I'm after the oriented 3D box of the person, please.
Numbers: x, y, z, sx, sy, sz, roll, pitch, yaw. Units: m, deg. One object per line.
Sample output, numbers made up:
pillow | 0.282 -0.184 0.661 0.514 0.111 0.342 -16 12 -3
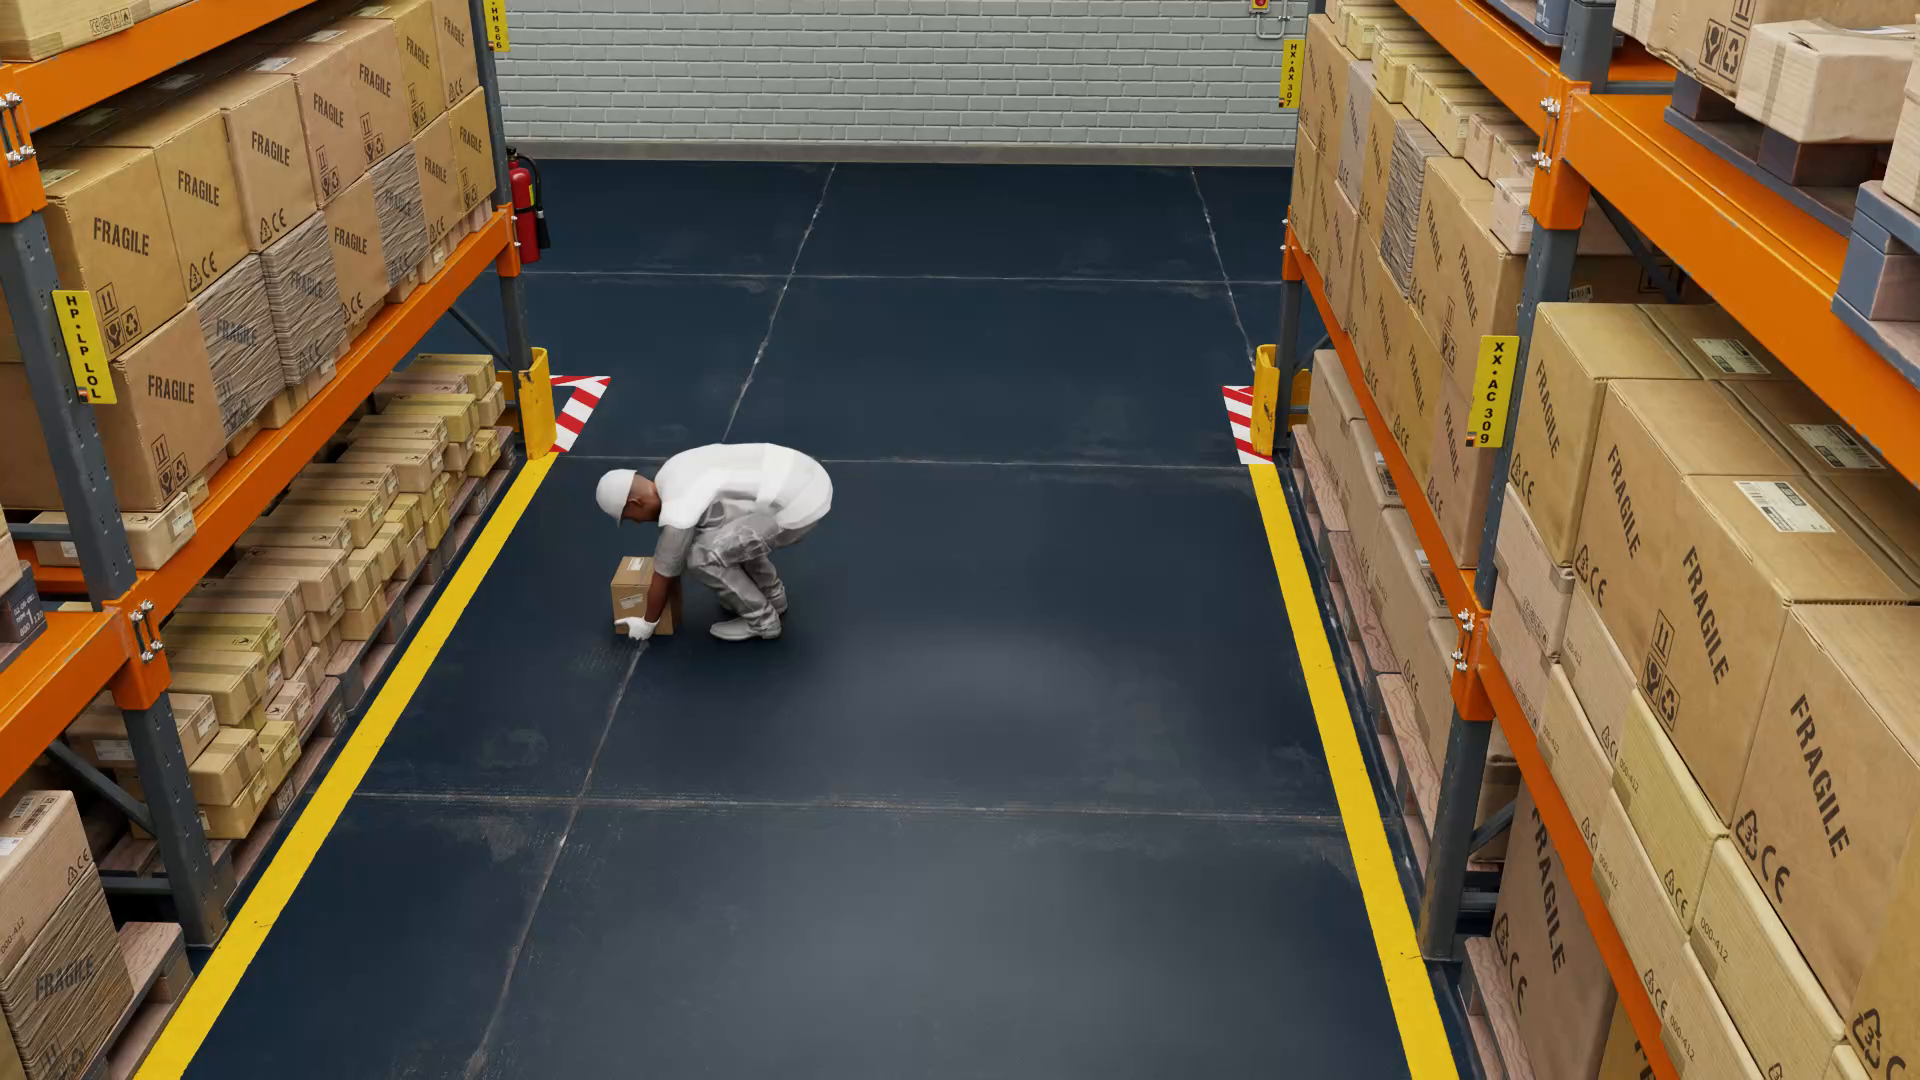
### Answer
person | -1.037 0.015 7.126 0.992 0.844 0.530 0 28 0
